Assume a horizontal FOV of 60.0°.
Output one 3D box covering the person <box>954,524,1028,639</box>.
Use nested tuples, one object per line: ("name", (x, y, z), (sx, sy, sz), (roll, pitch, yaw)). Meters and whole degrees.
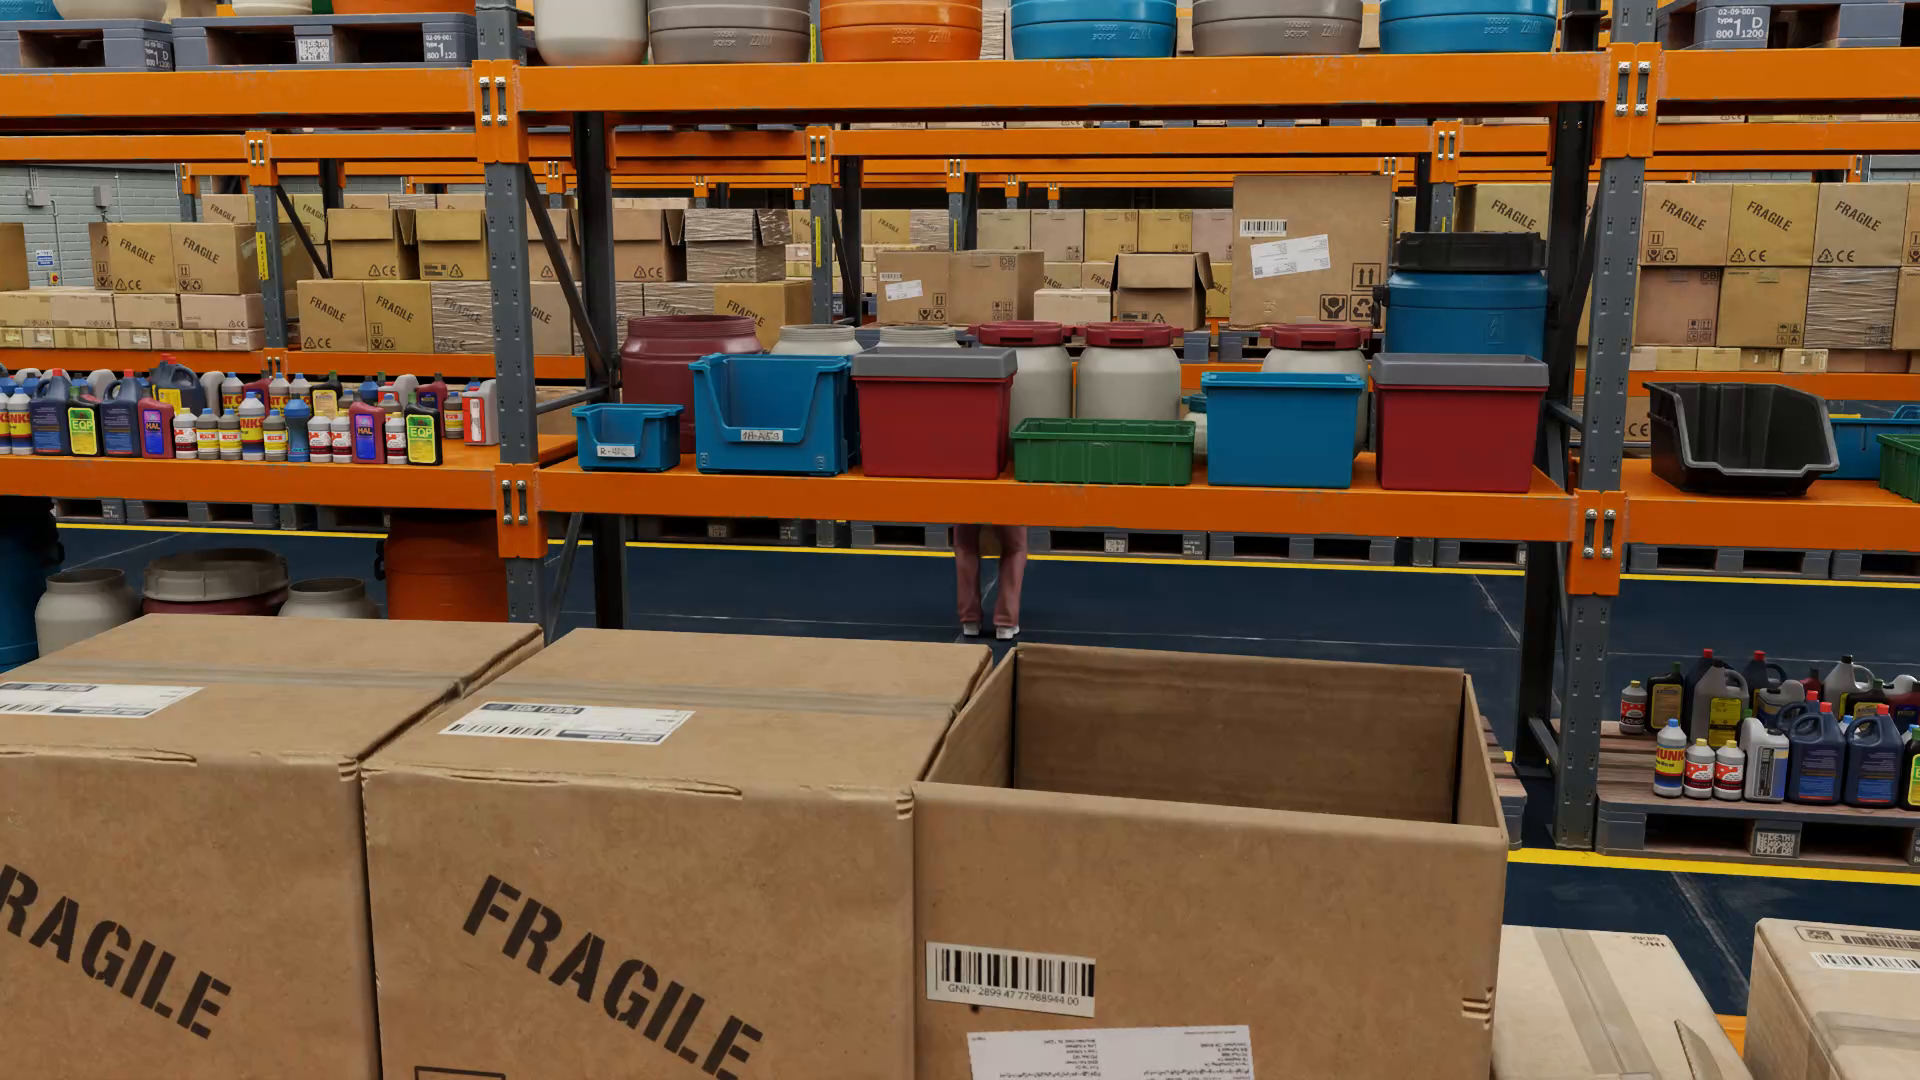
("person", (0.181, -0.089, 9.234), (0.415, 1.158, 0.865), (1, 11, 7))
